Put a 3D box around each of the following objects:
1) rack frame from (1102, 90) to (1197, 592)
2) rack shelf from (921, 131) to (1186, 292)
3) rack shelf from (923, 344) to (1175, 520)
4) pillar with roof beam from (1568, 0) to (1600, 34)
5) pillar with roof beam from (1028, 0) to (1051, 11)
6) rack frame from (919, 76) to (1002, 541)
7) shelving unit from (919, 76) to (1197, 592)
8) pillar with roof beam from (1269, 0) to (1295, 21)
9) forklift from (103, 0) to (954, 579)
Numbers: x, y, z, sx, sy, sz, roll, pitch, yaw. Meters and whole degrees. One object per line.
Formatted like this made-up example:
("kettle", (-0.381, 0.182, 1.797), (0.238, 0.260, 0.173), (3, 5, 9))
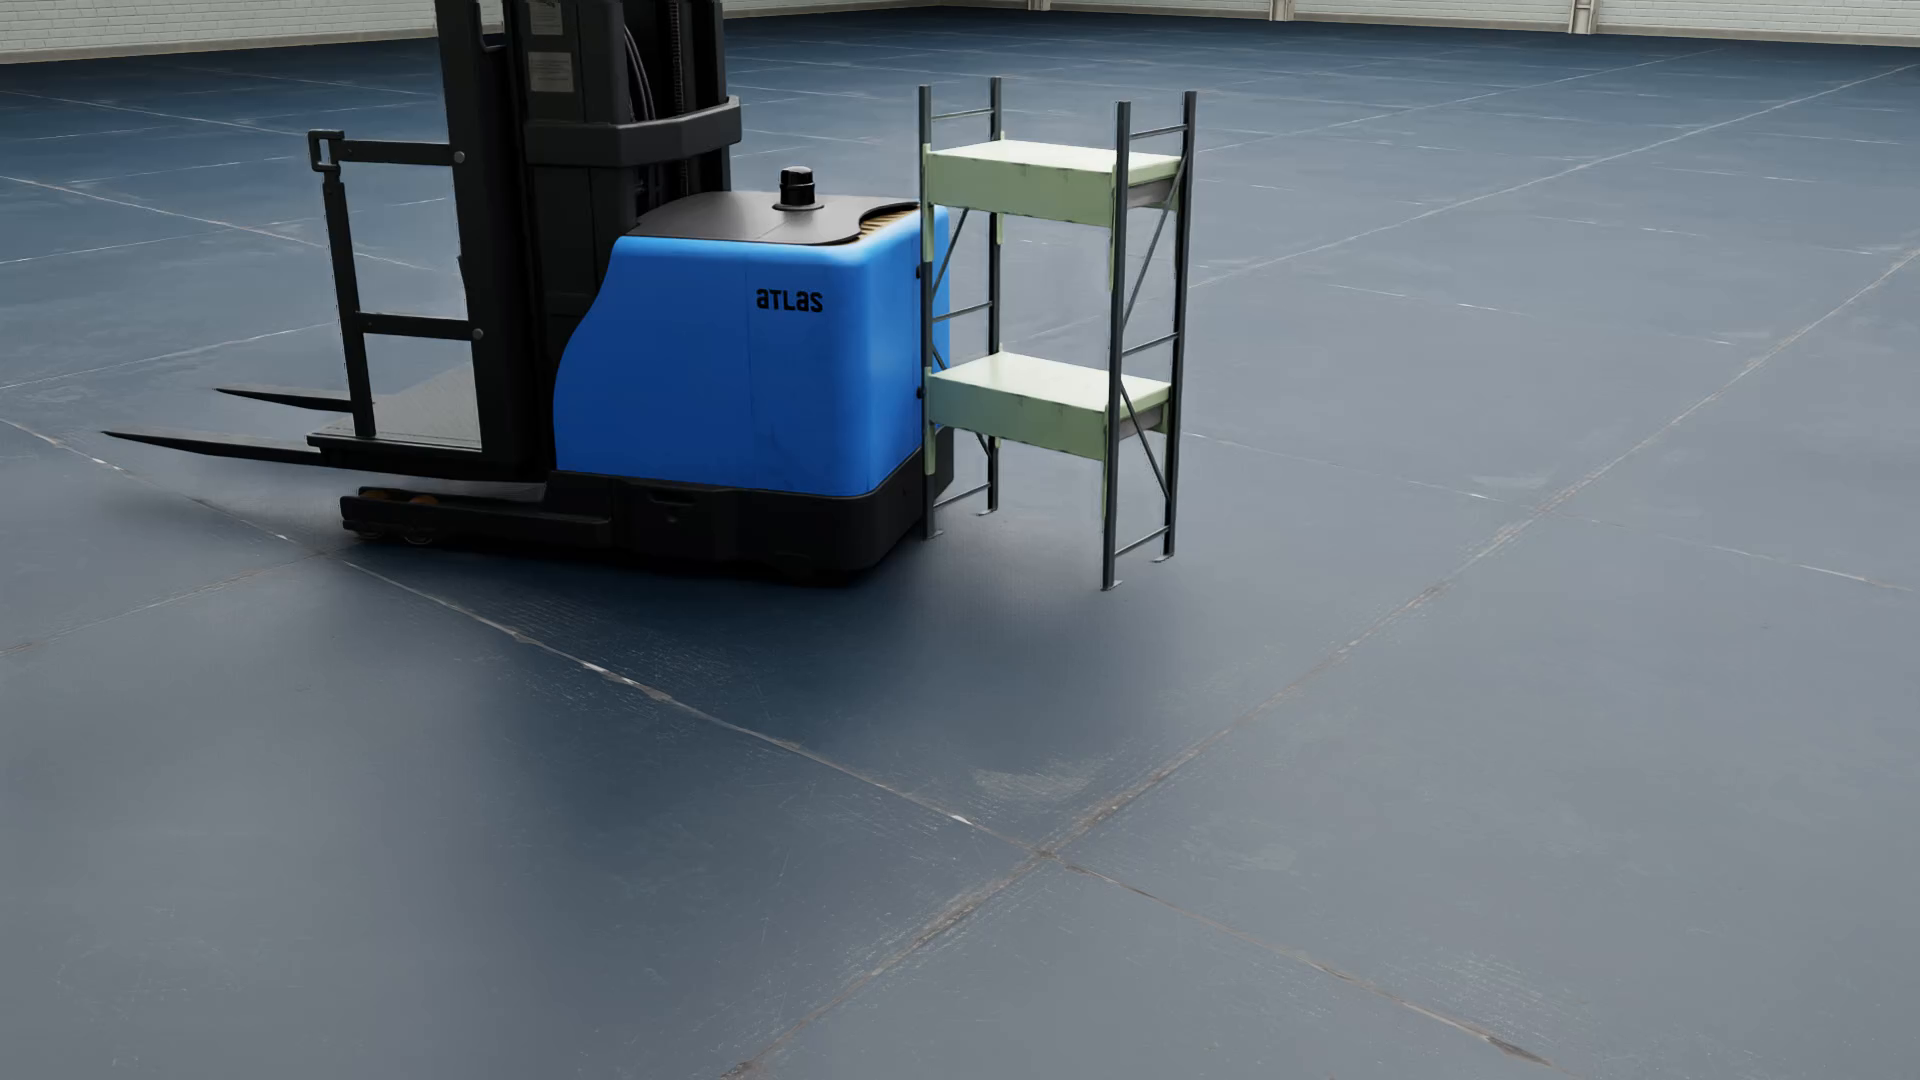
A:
("rack frame", (0.580, -0.596, 5.123), (0.023, 1.500, 0.400), (16, 26, 35))
("rack shelf", (0.292, -1.041, 5.197), (0.720, 0.370, 0.431), (16, 26, 35))
("rack shelf", (0.292, -0.371, 5.449), (0.720, 0.370, 0.431), (16, 26, 35))
("pillar with roof beam", (8.324, -12.032, 24.821), (0.400, 9.000, 9.100), (16, 26, 36))
("pillar with roof beam", (-0.972, -14.709, 31.921), (0.400, 9.000, 9.100), (16, 26, 36))
("rack frame", (0.005, -0.756, 5.546), (0.023, 1.500, 0.400), (16, 26, 35))
("shelving unit", (0.292, -0.676, 5.334), (0.755, 1.500, 0.431), (16, 26, 35))
("pillar with roof beam", (3.676, -13.371, 28.371), (0.400, 9.000, 9.100), (16, 26, 36))
("forklift", (-1.598, -1.525, 5.558), (3.031, 2.935, 1.130), (6, 21, 15))
